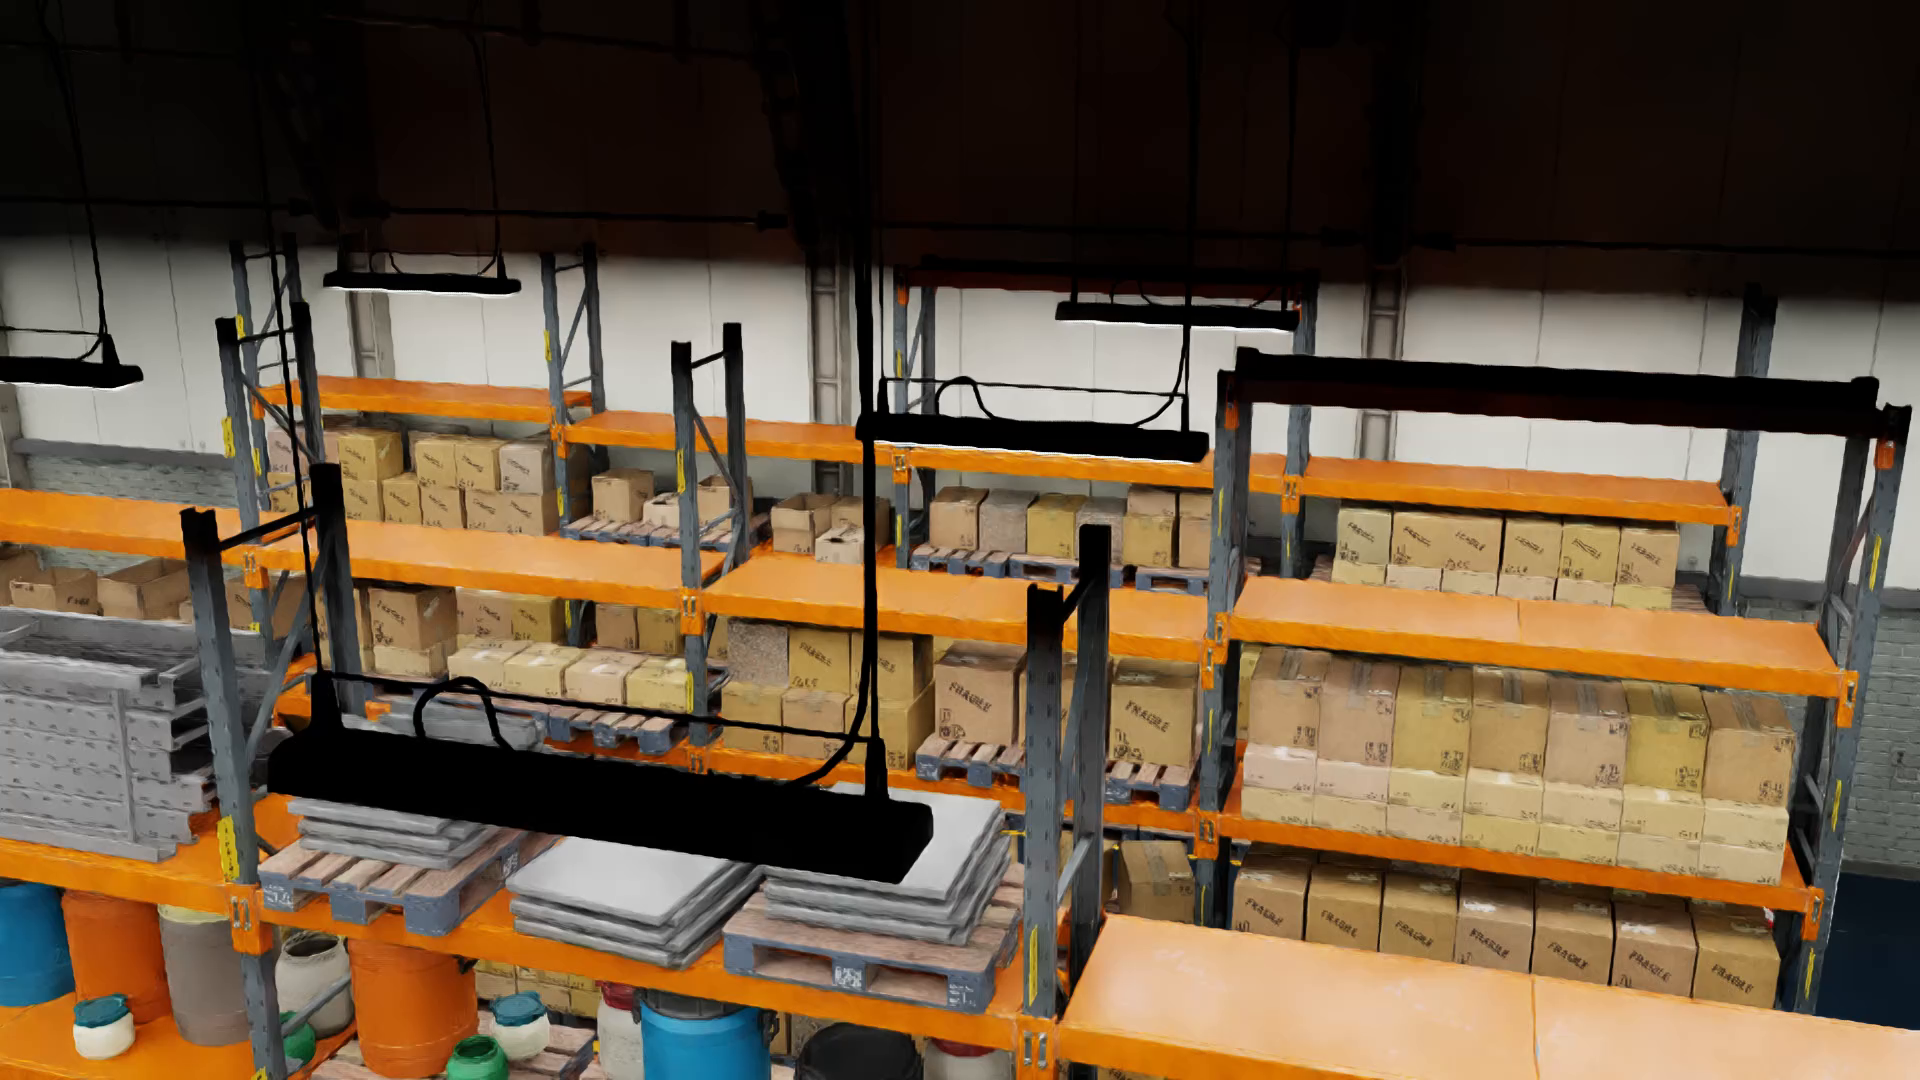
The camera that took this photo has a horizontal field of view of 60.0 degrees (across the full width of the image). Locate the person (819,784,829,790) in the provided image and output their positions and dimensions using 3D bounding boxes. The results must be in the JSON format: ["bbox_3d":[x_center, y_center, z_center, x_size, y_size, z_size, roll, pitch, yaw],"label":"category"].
[{"bbox_3d":[-1.189,2.528,16.997,0.987,1.621,0.483,2,16,8],"label":"person"}]
